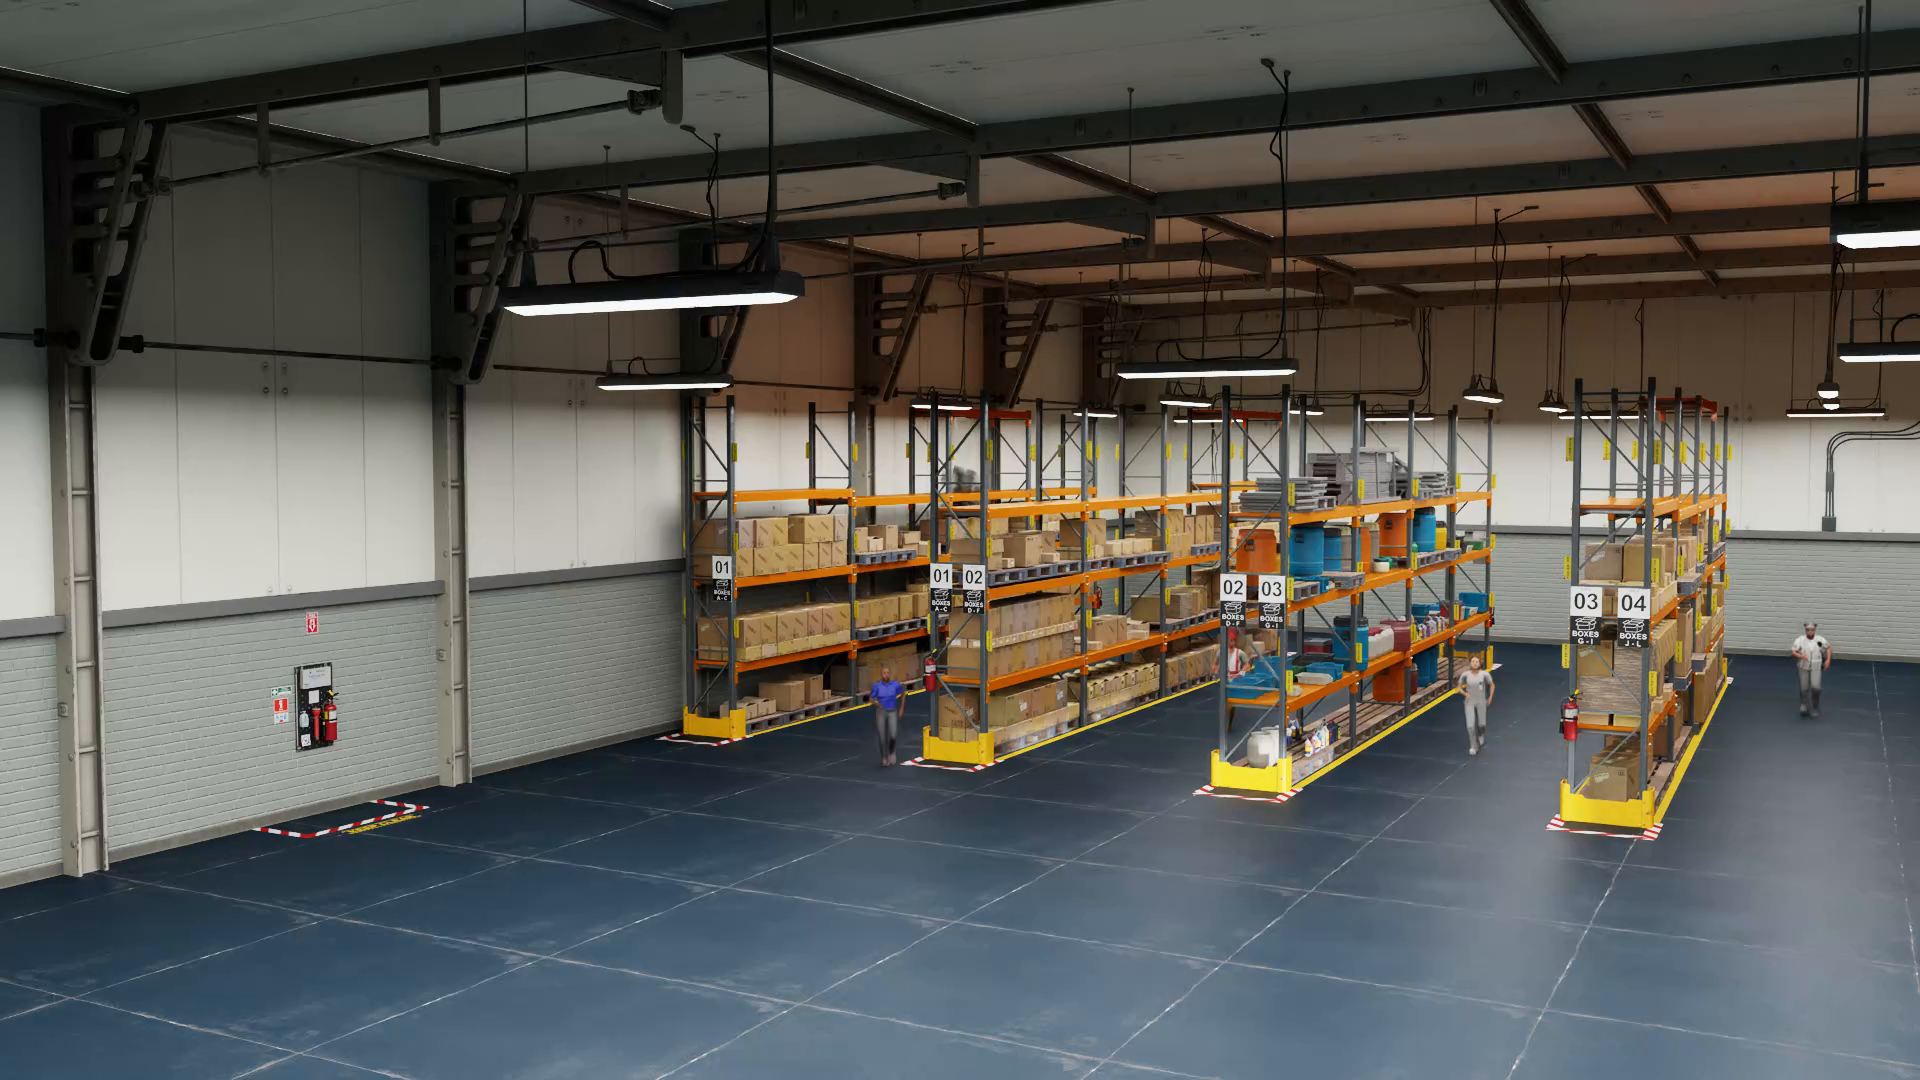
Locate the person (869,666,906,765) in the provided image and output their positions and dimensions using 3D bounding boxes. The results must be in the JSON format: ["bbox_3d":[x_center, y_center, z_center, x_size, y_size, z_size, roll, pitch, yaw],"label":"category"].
[{"bbox_3d":[-1.153,2.802,26.458,0.588,1.608,0.693,0,3,-4],"label":"person"}]

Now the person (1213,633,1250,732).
[{"bbox_3d":[4.885,2.551,30.017,0.653,1.748,0.734,1,3,17],"label":"person"}]

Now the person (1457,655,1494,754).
[{"bbox_3d":[8.561,2.735,27.621,0.601,1.636,0.526,1,3,16],"label":"person"}]

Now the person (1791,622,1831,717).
[{"bbox_3d":[16.202,2.477,31.669,0.680,1.852,0.752,1,3,25],"label":"person"}]
